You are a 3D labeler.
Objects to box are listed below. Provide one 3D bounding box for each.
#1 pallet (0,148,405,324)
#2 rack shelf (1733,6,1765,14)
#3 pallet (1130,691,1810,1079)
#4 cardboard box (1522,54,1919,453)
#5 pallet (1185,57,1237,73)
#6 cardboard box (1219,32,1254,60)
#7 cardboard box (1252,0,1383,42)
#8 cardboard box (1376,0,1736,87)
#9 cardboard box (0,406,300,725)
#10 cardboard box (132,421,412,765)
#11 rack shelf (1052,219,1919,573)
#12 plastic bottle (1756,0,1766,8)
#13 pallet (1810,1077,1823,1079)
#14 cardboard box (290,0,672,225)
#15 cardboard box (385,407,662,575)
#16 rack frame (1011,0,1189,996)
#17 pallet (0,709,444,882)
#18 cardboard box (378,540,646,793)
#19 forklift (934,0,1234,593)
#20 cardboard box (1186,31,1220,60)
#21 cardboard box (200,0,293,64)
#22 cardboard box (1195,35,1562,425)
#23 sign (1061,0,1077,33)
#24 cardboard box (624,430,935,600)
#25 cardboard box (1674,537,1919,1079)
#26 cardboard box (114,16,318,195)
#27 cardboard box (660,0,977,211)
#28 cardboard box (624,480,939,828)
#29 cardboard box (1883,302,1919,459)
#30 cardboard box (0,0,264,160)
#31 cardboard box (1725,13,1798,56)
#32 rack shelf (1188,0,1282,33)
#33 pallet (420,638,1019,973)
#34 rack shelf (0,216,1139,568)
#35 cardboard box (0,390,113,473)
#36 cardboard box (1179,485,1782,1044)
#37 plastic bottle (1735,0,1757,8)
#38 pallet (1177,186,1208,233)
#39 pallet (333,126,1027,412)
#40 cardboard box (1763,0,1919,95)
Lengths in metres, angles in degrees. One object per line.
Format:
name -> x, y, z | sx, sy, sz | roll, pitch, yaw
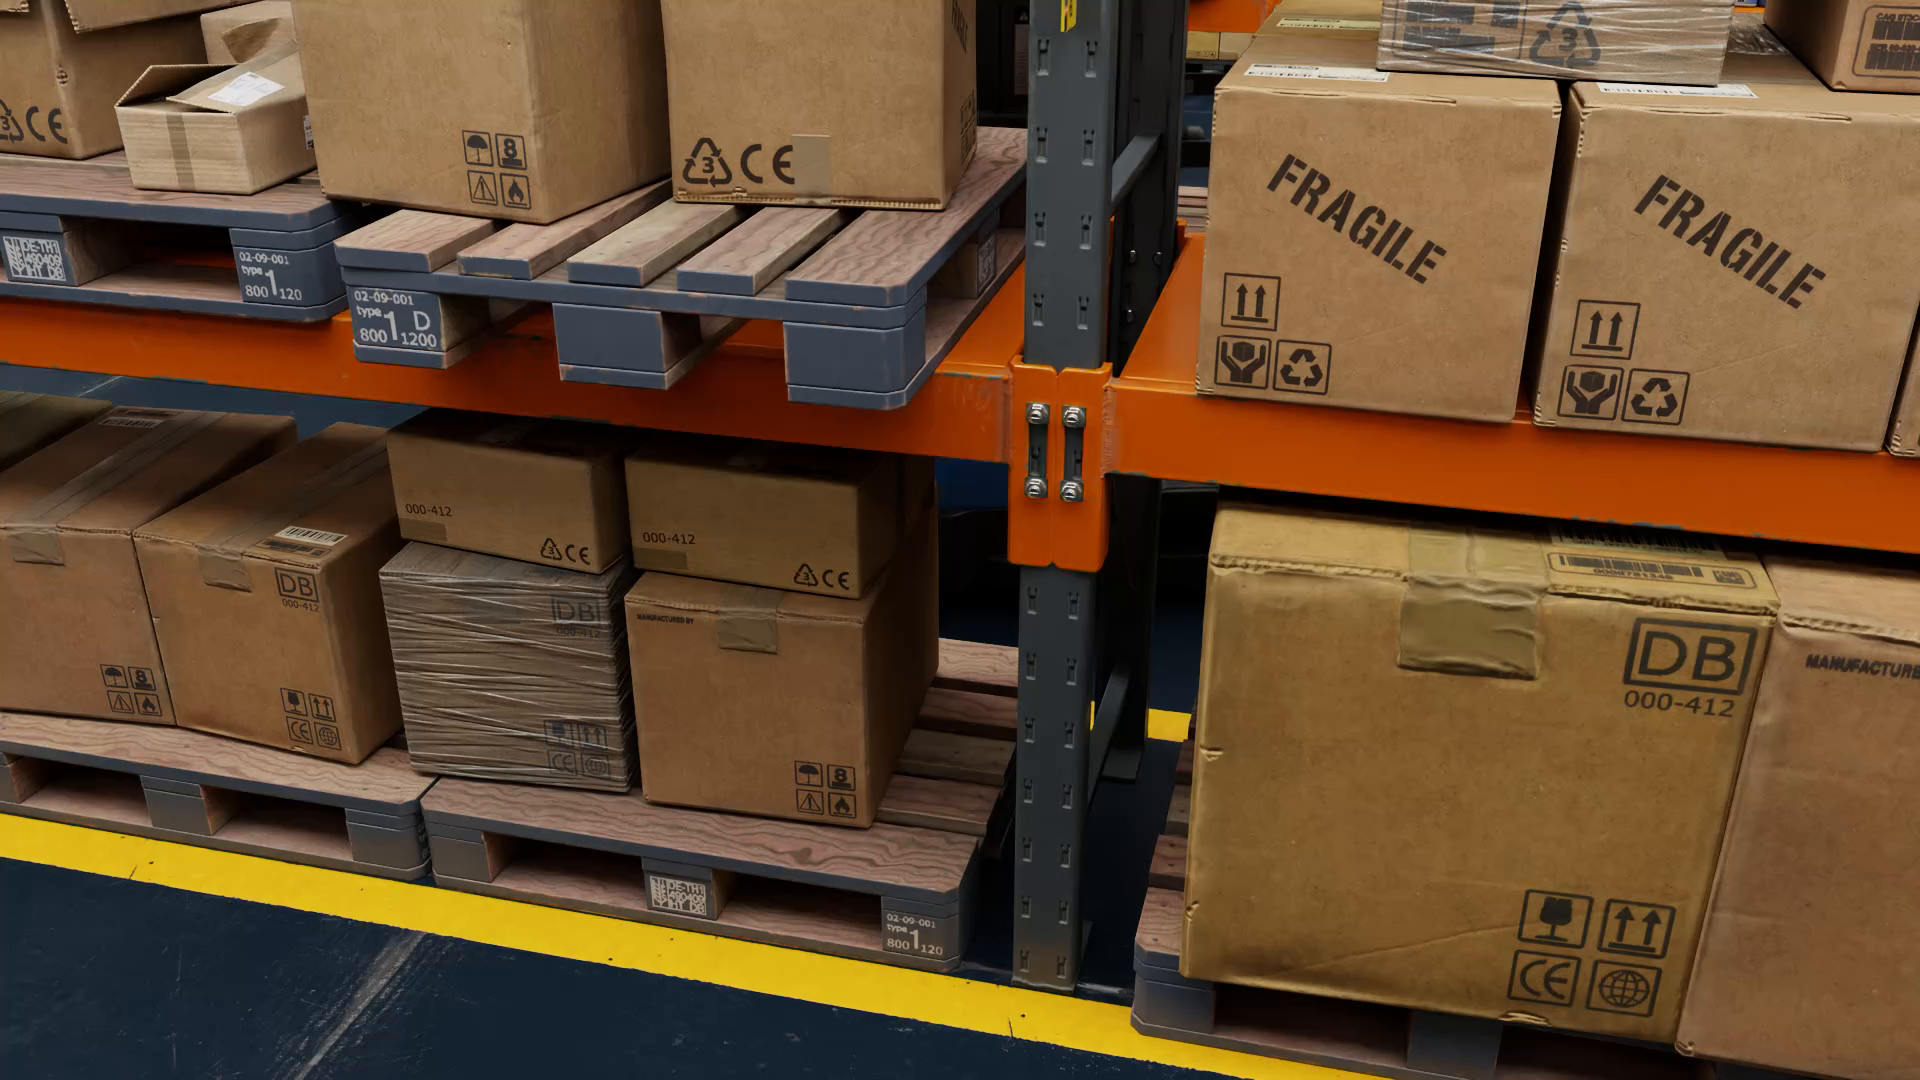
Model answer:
pallet -> -1.638, -0.764, 3.587 | 1.213, 0.211, 1.003 | 6, 26, 13
rack shelf -> 3.460, -2.178, 7.173 | 4.000, 0.370, 1.077 | 6, 26, 13
pallet -> 1.035, 0.720, 3.493 | 1.213, 0.211, 1.003 | 6, 26, 13
cardboard box -> 1.193, -0.481, 2.654 | 0.500, 0.500, 0.500 | 6, 26, 12
pallet -> 1.973, -3.624, 12.617 | 1.213, 0.211, 1.003 | 6, 26, 13
cardboard box -> 2.190, -3.682, 12.204 | 0.500, 0.250, 0.500 | 7, 26, 14
cardboard box -> 0.829, -0.751, 3.221 | 0.500, 0.500, 0.500 | 7, 26, 15
cardboard box -> 0.994, -1.068, 2.721 | 0.637, 0.503, 0.797 | 7, 26, 15
cardboard box -> -1.996, 0.040, 4.073 | 0.500, 0.500, 0.700 | 4, 26, 9
cardboard box -> -1.455, 0.099, 3.948 | 0.500, 0.500, 0.700 | 9, 27, 17
rack shelf -> 2.227, -0.116, 2.842 | 4.000, 0.370, 1.077 | 6, 26, 13
plastic bottle -> 3.359, -2.347, 6.747 | 0.185, 0.351, 0.144 | 6, 26, 13
pallet -> 2.212, 0.851, 3.217 | 1.213, 0.211, 1.003 | 6, 26, 13
cardboard box -> -0.809, -0.949, 3.150 | 0.500, 0.500, 0.700 | 10, 27, 21
cardboard box -> -0.883, -0.176, 3.653 | 0.500, 0.250, 0.500 | 9, 27, 19
rack frame -> 0.290, -0.655, 3.137 | 0.127, 3.000, 1.000 | 6, 26, 13
pallet -> -1.645, 0.388, 4.189 | 1.213, 0.211, 1.003 | 6, 26, 13
cardboard box -> -0.905, 0.157, 3.826 | 0.500, 0.500, 0.700 | 4, 26, 9
forklift -> 0.676, -1.371, 4.720 | 3.031, 2.935, 1.130 | -2, 26, -3
cardboard box -> 1.690, -3.736, 12.317 | 0.500, 0.250, 0.500 | 6, 26, 12
cardboard box -> -1.276, -1.052, 3.657 | 0.500, 0.250, 0.500 | 6, 26, 12
cardboard box -> 0.693, -0.535, 2.768 | 0.500, 0.500, 0.500 | 7, 26, 15
sign -> 0.164, -0.915, 2.428 | 0.005, 0.325, 0.100 | 6, 26, 13
cardboard box -> -0.367, -0.123, 3.543 | 0.500, 0.250, 0.500 | 7, 26, 15
cardboard box -> 1.814, 0.296, 3.123 | 0.875, 0.875, 1.225 | 6, 26, 13
cardboard box -> -1.393, -0.850, 3.214 | 0.258, 0.266, 0.396 | 6, 26, 12
cardboard box -> -0.243, -0.931, 3.112 | 0.500, 0.500, 0.500 | 3, 26, 7
cardboard box -> -0.364, 0.211, 3.713 | 0.500, 0.500, 0.700 | 5, 26, 10
cardboard box -> 1.690, -0.427, 2.542 | 0.500, 0.500, 0.500 | 6, 26, 12
cardboard box -> -1.882, -1.173, 3.615 | 0.637, 0.503, 0.797 | 9, 27, 18
cardboard box -> 1.311, -0.695, 3.104 | 0.500, 0.500, 0.500 | 6, 26, 13
rack shelf -> -0.414, -2.607, 8.072 | 4.000, 0.370, 1.077 | 6, 26, 13
pallet -> -0.467, 0.520, 3.913 | 1.213, 0.211, 1.003 | 6, 26, 13
rack shelf -> -1.647, -0.545, 3.741 | 4.000, 0.370, 1.077 | 6, 26, 13
cardboard box -> -2.538, -0.020, 4.198 | 0.500, 0.500, 0.700 | 6, 26, 13
cardboard box -> 0.953, 0.197, 3.330 | 0.875, 0.875, 1.225 | 5, 26, 11
plastic bottle -> 3.205, -2.332, 6.803 | 0.135, 0.276, 0.152 | 6, 26, 13
pallet -> 0.783, -1.557, 8.275 | 1.213, 0.211, 1.003 | 6, 26, 13
pallet -> -0.427, -0.601, 3.245 | 1.003, 0.211, 1.213 | 6, 26, 13
cardboard box -> 1.624, -0.997, 2.572 | 0.637, 0.503, 0.797 | 7, 26, 14
